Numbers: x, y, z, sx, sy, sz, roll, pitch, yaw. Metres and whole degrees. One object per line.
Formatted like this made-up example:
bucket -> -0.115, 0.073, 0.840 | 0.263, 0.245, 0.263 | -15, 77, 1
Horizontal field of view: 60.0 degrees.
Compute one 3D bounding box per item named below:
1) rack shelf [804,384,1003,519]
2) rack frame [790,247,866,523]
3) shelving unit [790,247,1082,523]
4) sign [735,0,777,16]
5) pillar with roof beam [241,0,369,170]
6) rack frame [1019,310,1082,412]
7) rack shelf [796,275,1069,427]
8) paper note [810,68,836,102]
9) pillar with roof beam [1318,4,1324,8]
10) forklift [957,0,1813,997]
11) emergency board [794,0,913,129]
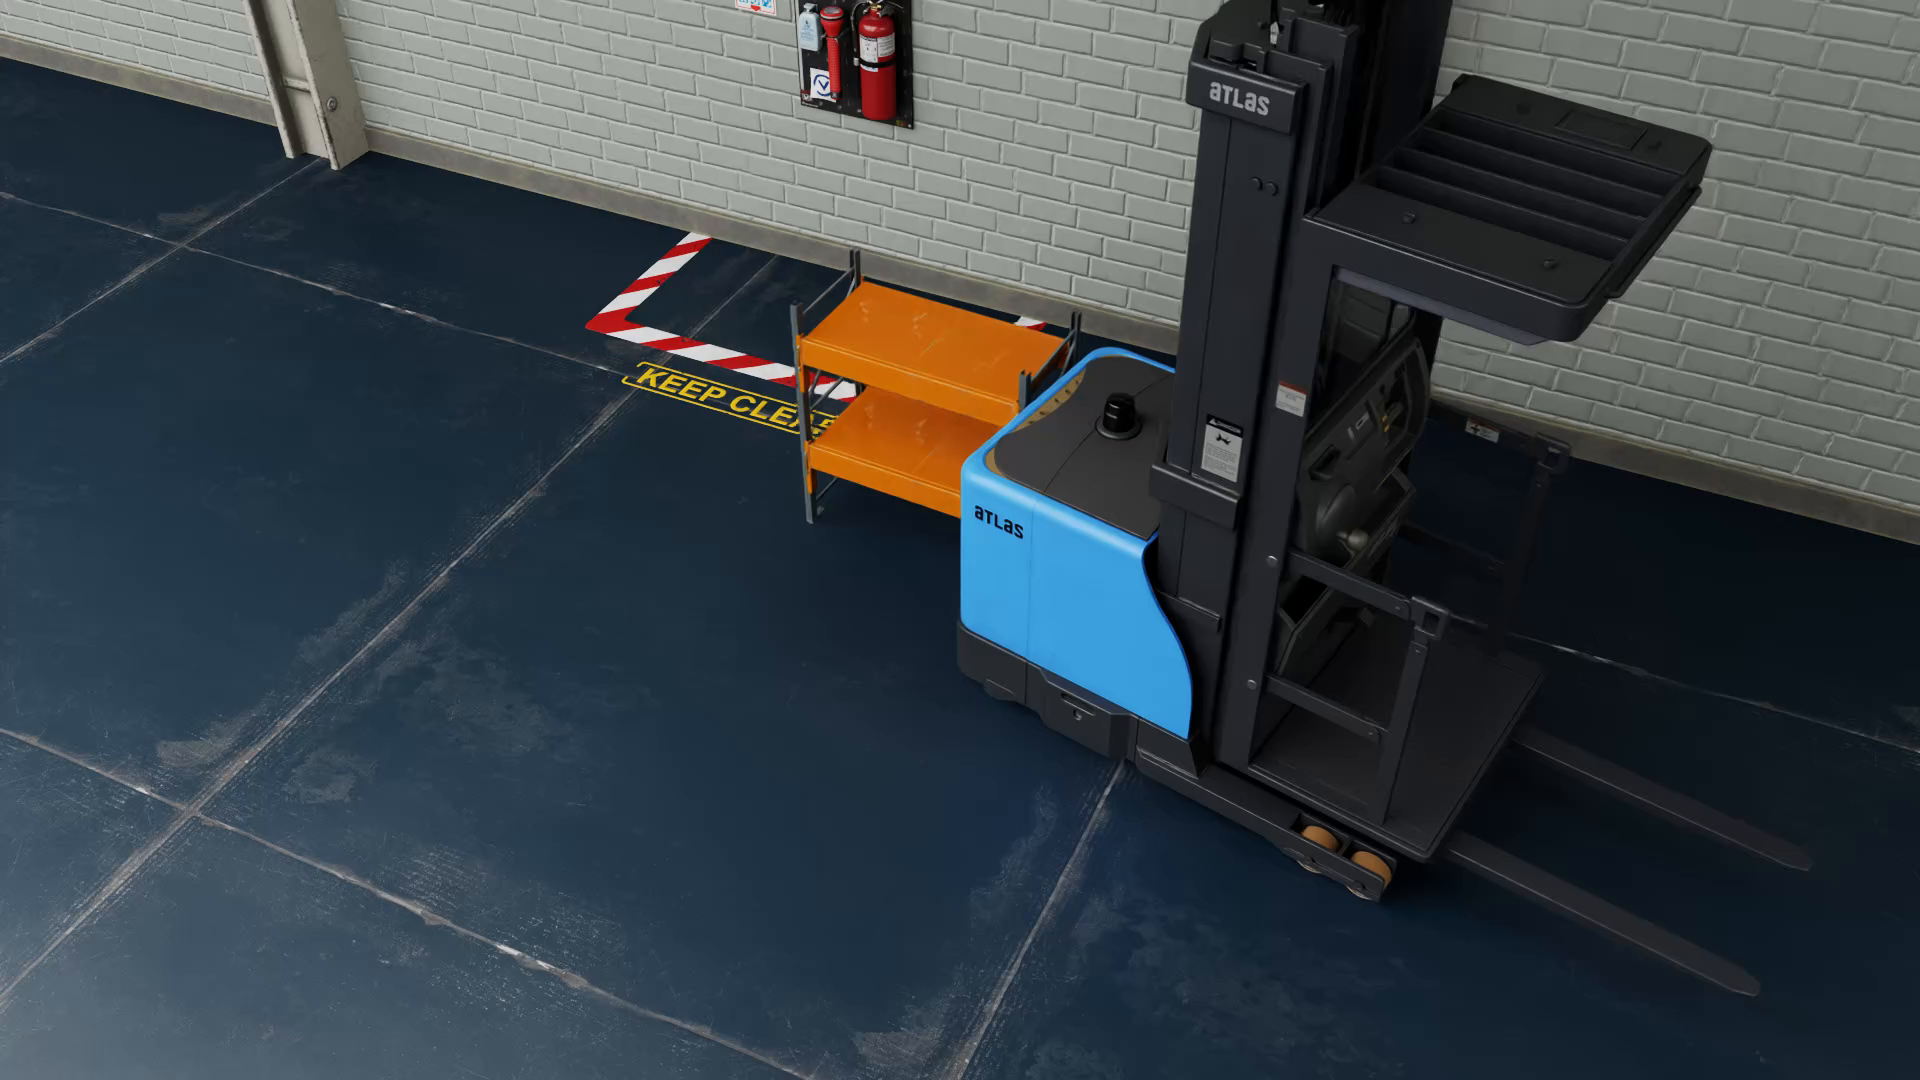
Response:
rack shelf -> -0.098, -0.308, 7.119 | 1.000, 0.278, 0.538 | 19, 44, 21
rack frame -> -0.547, -0.648, 7.138 | 0.032, 1.125, 0.500 | 19, 44, 21
shelving unit -> -0.098, -0.492, 6.959 | 1.048, 1.125, 0.538 | 19, 44, 21
sign -> -1.004, -2.722, 8.073 | 0.234, 0.329, 0.001 | 17, 44, 19
pillar with roof beam -> -5.581, -3.160, 4.026 | 0.400, 9.000, 9.100 | 17, 44, 19
rack frame -> 0.352, -0.337, 6.780 | 0.032, 1.125, 0.500 | 19, 44, 21
rack shelf -> -0.098, -0.714, 6.768 | 1.000, 0.278, 0.538 | 19, 44, 21
paper note -> -0.678, -2.251, 8.230 | 0.142, 0.148, 0.016 | 17, 44, 19
pillar with roof beam -> -0.143, -1.499, 2.109 | 0.400, 9.000, 9.100 | 17, 44, 19
forklift -> 1.479, -0.255, 5.306 | 3.031, 2.935, 1.130 | 25, 47, 26
emergency board -> -0.547, -2.494, 7.837 | 0.643, 1.169, 0.194 | 17, 44, 19
